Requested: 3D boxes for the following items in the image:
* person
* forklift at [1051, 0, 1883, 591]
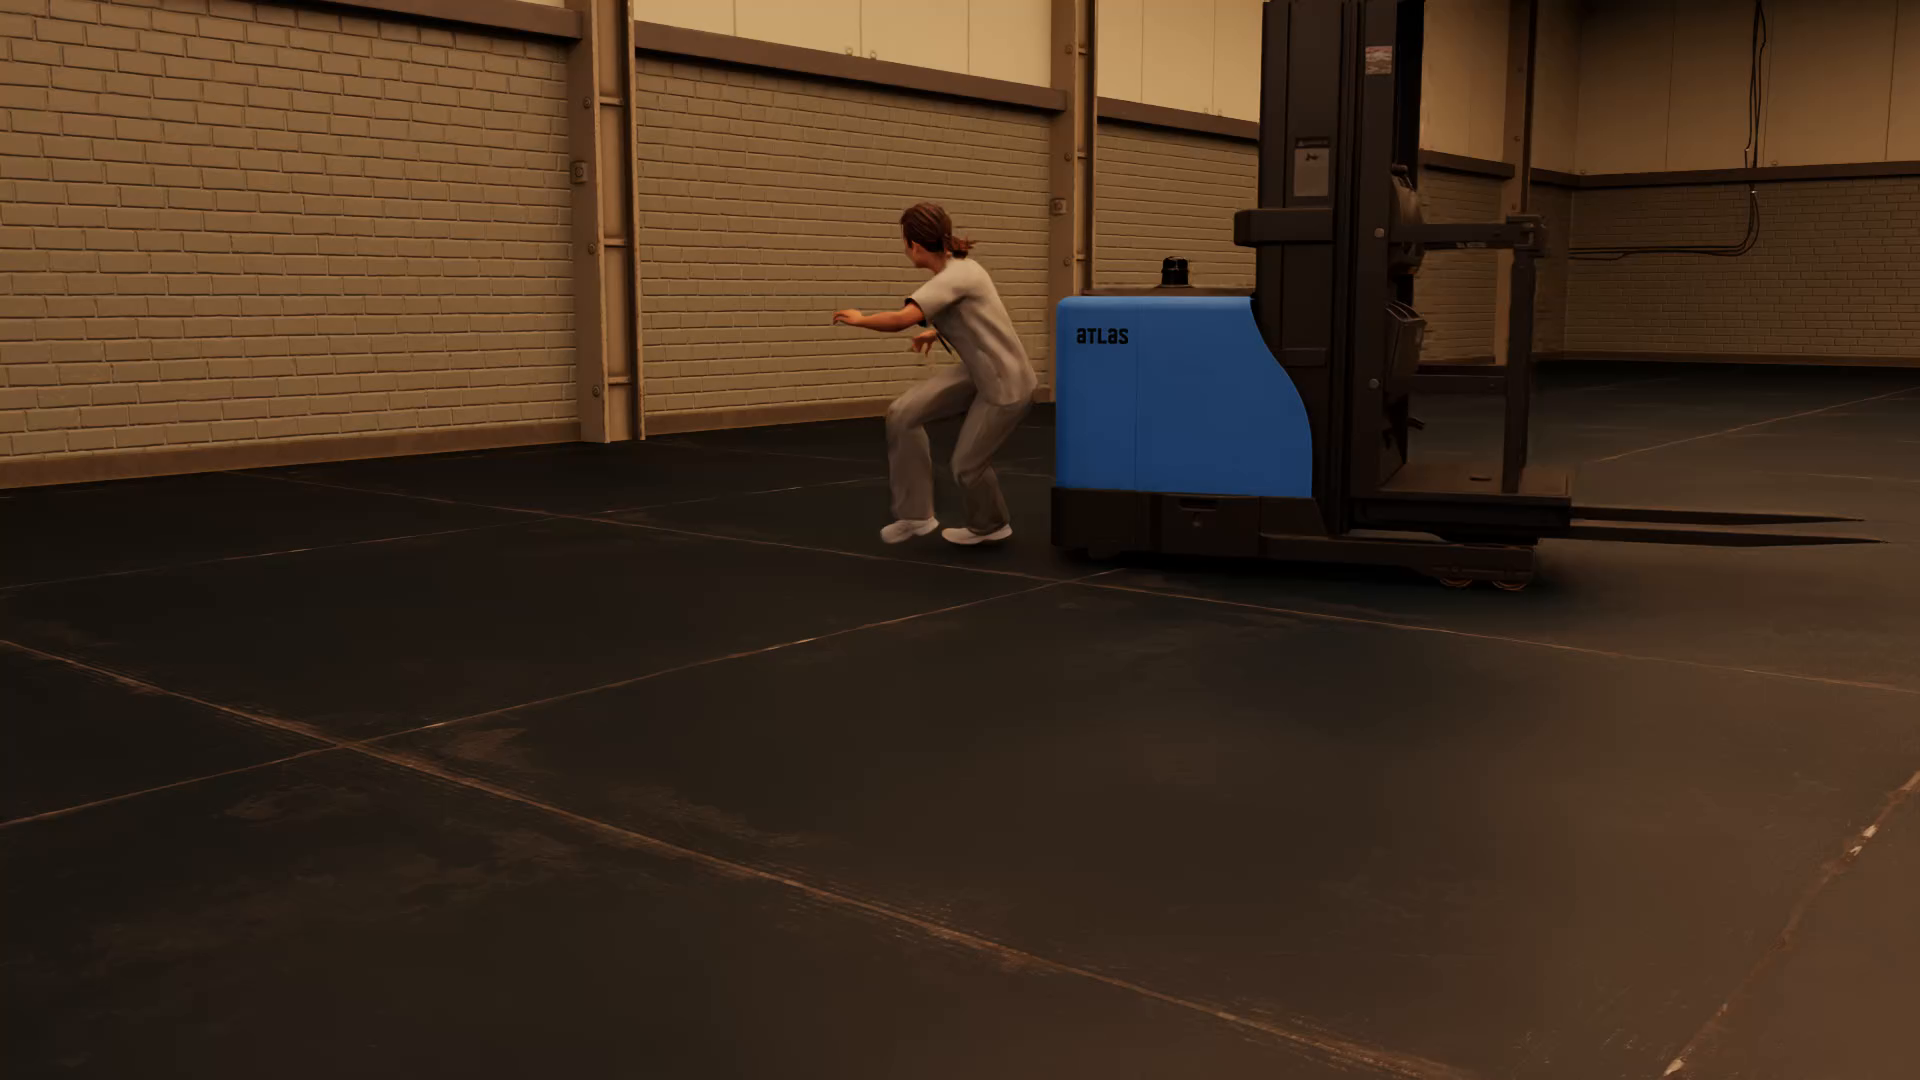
[{"bbox_3d":[-0.122,-0.637,6.785,0.819,1.431,0.880,-2,8,-10],"label":"person"},{"bbox_3d":[1.943,-1.349,6.498,3.031,2.935,1.130,3,9,20],"label":"forklift"}]
